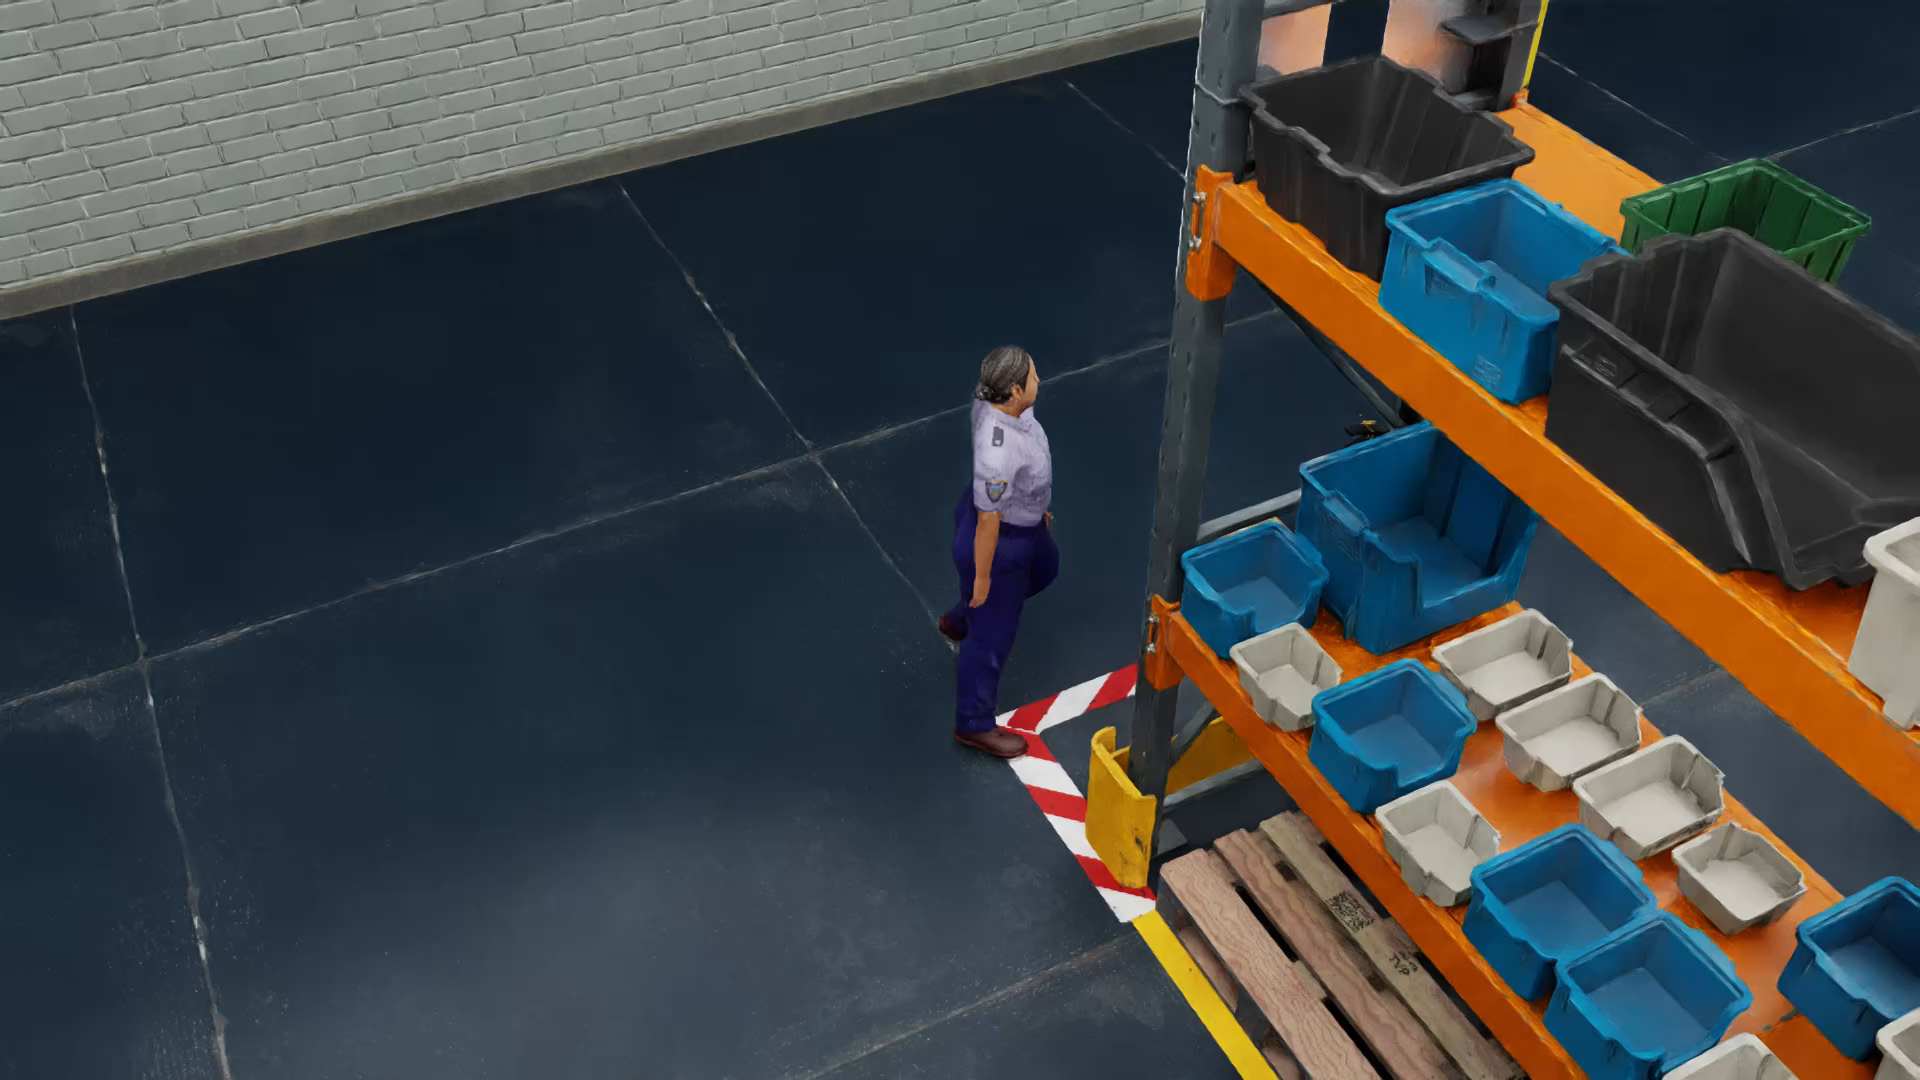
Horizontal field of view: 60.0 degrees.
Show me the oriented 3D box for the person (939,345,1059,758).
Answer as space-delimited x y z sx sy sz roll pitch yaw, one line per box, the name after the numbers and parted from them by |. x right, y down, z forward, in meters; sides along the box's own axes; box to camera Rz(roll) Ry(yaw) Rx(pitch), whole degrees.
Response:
0.165 0.035 6.126 0.454 1.634 0.625 -1 42 -1 | person
